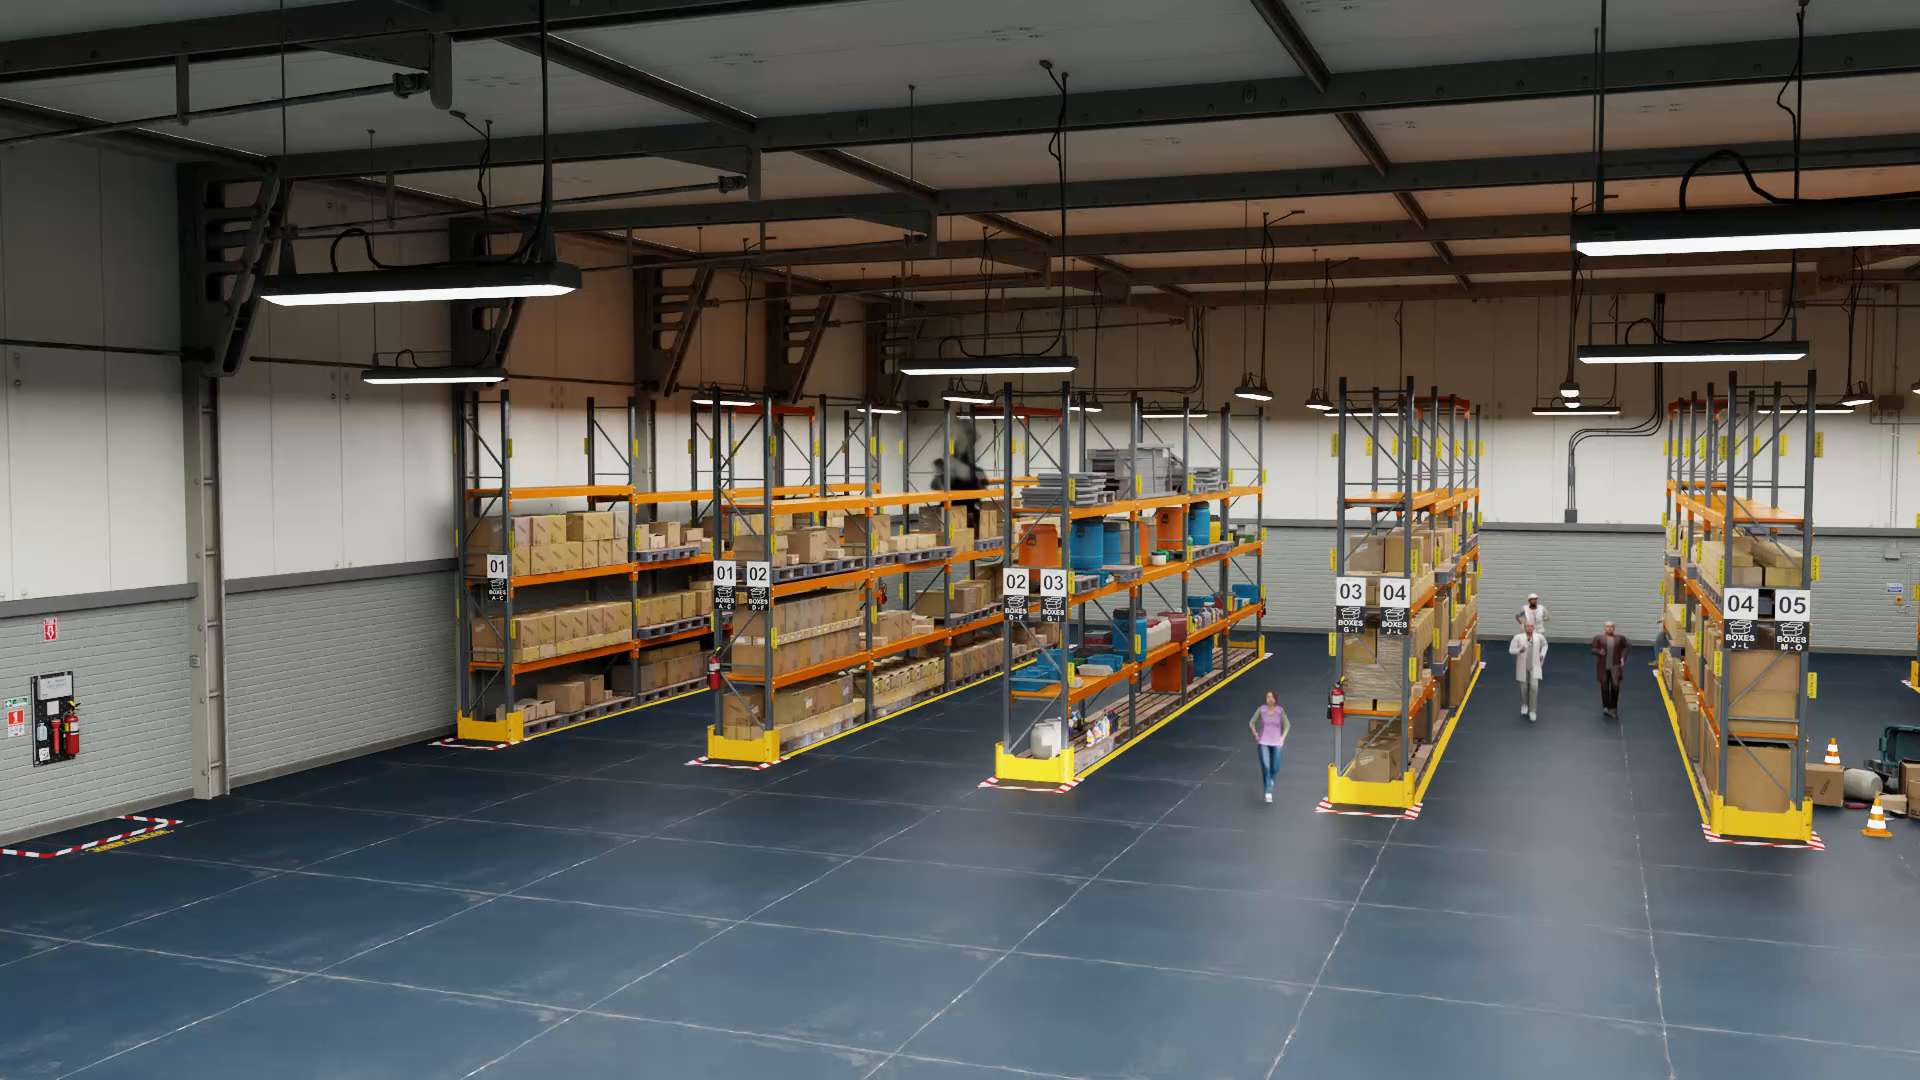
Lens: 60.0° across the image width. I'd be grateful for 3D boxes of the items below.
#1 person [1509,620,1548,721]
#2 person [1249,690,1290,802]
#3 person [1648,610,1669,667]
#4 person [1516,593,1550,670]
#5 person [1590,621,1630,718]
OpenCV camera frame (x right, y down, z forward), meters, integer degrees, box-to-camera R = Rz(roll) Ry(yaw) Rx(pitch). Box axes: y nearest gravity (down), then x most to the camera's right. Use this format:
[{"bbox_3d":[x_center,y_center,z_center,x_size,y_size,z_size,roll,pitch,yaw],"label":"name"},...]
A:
[{"bbox_3d":[10.523,2.388,30.787,0.698,1.780,0.968,1,3,16],"label":"person"},{"bbox_3d":[4.412,2.930,23.744,0.581,1.578,0.579,1,3,11],"label":"person"},{"bbox_3d":[16.094,2.061,37.884,0.816,1.705,0.777,2,4,32],"label":"person"},{"bbox_3d":[12.725,2.098,36.881,0.677,1.840,0.755,0,3,2],"label":"person"},{"bbox_3d":[12.111,2.418,30.999,0.688,1.813,0.754,1,3,22],"label":"person"}]
